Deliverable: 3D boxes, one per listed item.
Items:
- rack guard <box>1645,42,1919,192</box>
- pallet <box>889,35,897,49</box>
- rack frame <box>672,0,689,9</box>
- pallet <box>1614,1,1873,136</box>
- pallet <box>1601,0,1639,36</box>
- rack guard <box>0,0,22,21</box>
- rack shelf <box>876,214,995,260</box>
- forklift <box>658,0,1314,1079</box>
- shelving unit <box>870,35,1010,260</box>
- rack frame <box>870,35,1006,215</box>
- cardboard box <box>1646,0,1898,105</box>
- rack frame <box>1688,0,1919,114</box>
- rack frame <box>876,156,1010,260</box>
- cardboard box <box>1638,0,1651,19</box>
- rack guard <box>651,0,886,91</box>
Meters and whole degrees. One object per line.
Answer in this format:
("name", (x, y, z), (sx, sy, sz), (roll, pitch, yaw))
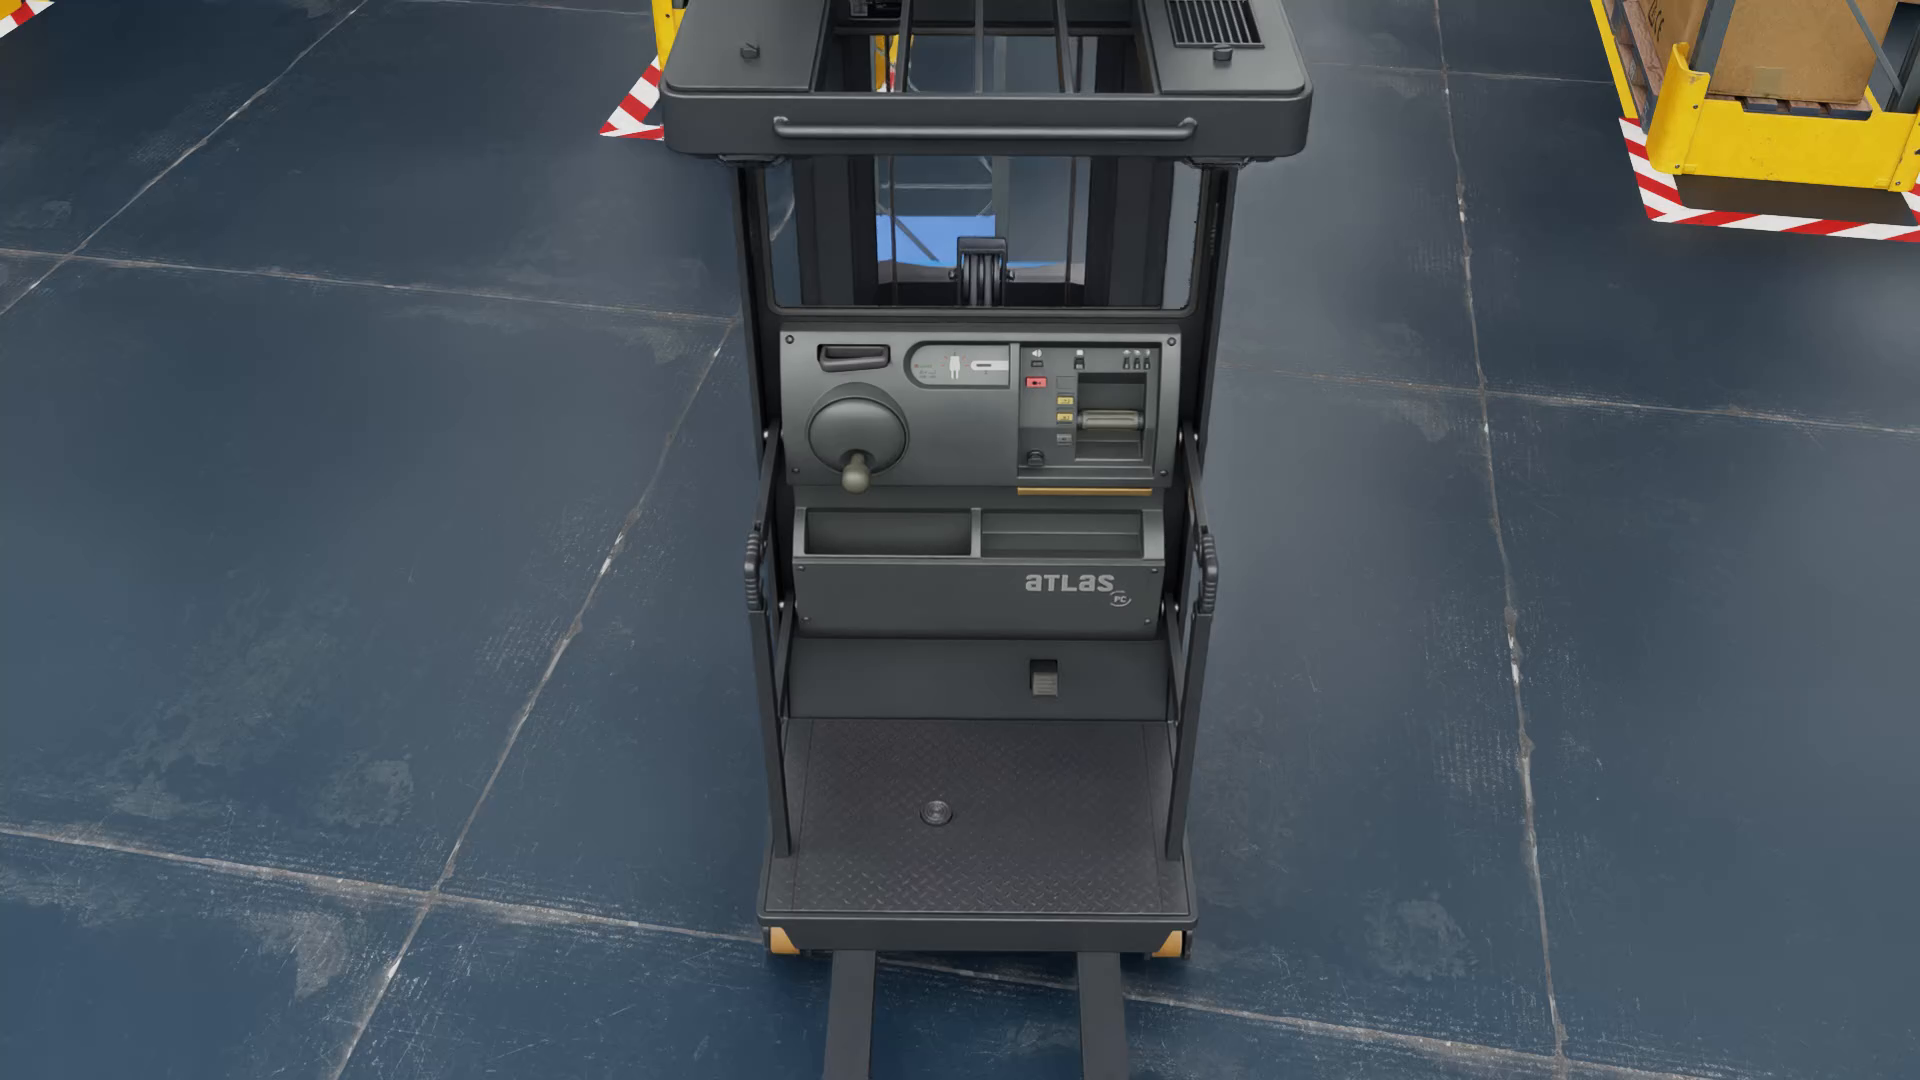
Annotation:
("rack guard", (3.878, -1.970, 7.741), (1.175, 0.500, 0.348), (6, 40, 8))
("pallet", (-0.797, -3.038, 9.259), (1.003, 0.211, 1.213), (6, 40, 8))
("rack frame", (-0.985, -3.559, 7.701), (1.000, 3.000, 0.127), (6, 40, 8))
("pallet", (3.944, -2.384, 8.468), (1.003, 0.211, 1.213), (6, 40, 8))
("pallet", (4.157, -3.148, 9.392), (1.003, 0.211, 1.213), (6, 40, 8))
("rack guard", (-5.897, -3.195, 9.222), (1.175, 0.500, 0.348), (6, 40, 8))
("rack shelf", (-0.094, -0.848, 5.881), (0.538, 0.185, 1.000), (0, 40, 0))
("forklift", (0.047, -0.229, 3.726), (1.130, 2.935, 3.031), (0, 40, 0))
("shelving unit", (-0.094, -0.987, 5.766), (0.538, 1.500, 1.048), (0, 40, 0))
("rack frame", (-0.089, -1.311, 6.158), (0.500, 1.500, 0.032), (0, 40, 0))
("cardboard box", (3.934, -2.725, 8.029), (0.875, 0.875, 0.875), (7, 40, 8))
("rack frame", (3.882, -2.949, 6.962), (1.000, 3.000, 0.127), (6, 40, 8))
("rack frame", (-0.100, -0.663, 5.375), (0.500, 1.500, 0.032), (0, 40, 0))
("cardboard box", (4.085, -3.277, 8.697), (0.875, 0.875, 0.875), (6, 40, 7))
("rack guard", (-0.972, -2.643, 8.555), (1.175, 0.500, 0.348), (6, 40, 8))
